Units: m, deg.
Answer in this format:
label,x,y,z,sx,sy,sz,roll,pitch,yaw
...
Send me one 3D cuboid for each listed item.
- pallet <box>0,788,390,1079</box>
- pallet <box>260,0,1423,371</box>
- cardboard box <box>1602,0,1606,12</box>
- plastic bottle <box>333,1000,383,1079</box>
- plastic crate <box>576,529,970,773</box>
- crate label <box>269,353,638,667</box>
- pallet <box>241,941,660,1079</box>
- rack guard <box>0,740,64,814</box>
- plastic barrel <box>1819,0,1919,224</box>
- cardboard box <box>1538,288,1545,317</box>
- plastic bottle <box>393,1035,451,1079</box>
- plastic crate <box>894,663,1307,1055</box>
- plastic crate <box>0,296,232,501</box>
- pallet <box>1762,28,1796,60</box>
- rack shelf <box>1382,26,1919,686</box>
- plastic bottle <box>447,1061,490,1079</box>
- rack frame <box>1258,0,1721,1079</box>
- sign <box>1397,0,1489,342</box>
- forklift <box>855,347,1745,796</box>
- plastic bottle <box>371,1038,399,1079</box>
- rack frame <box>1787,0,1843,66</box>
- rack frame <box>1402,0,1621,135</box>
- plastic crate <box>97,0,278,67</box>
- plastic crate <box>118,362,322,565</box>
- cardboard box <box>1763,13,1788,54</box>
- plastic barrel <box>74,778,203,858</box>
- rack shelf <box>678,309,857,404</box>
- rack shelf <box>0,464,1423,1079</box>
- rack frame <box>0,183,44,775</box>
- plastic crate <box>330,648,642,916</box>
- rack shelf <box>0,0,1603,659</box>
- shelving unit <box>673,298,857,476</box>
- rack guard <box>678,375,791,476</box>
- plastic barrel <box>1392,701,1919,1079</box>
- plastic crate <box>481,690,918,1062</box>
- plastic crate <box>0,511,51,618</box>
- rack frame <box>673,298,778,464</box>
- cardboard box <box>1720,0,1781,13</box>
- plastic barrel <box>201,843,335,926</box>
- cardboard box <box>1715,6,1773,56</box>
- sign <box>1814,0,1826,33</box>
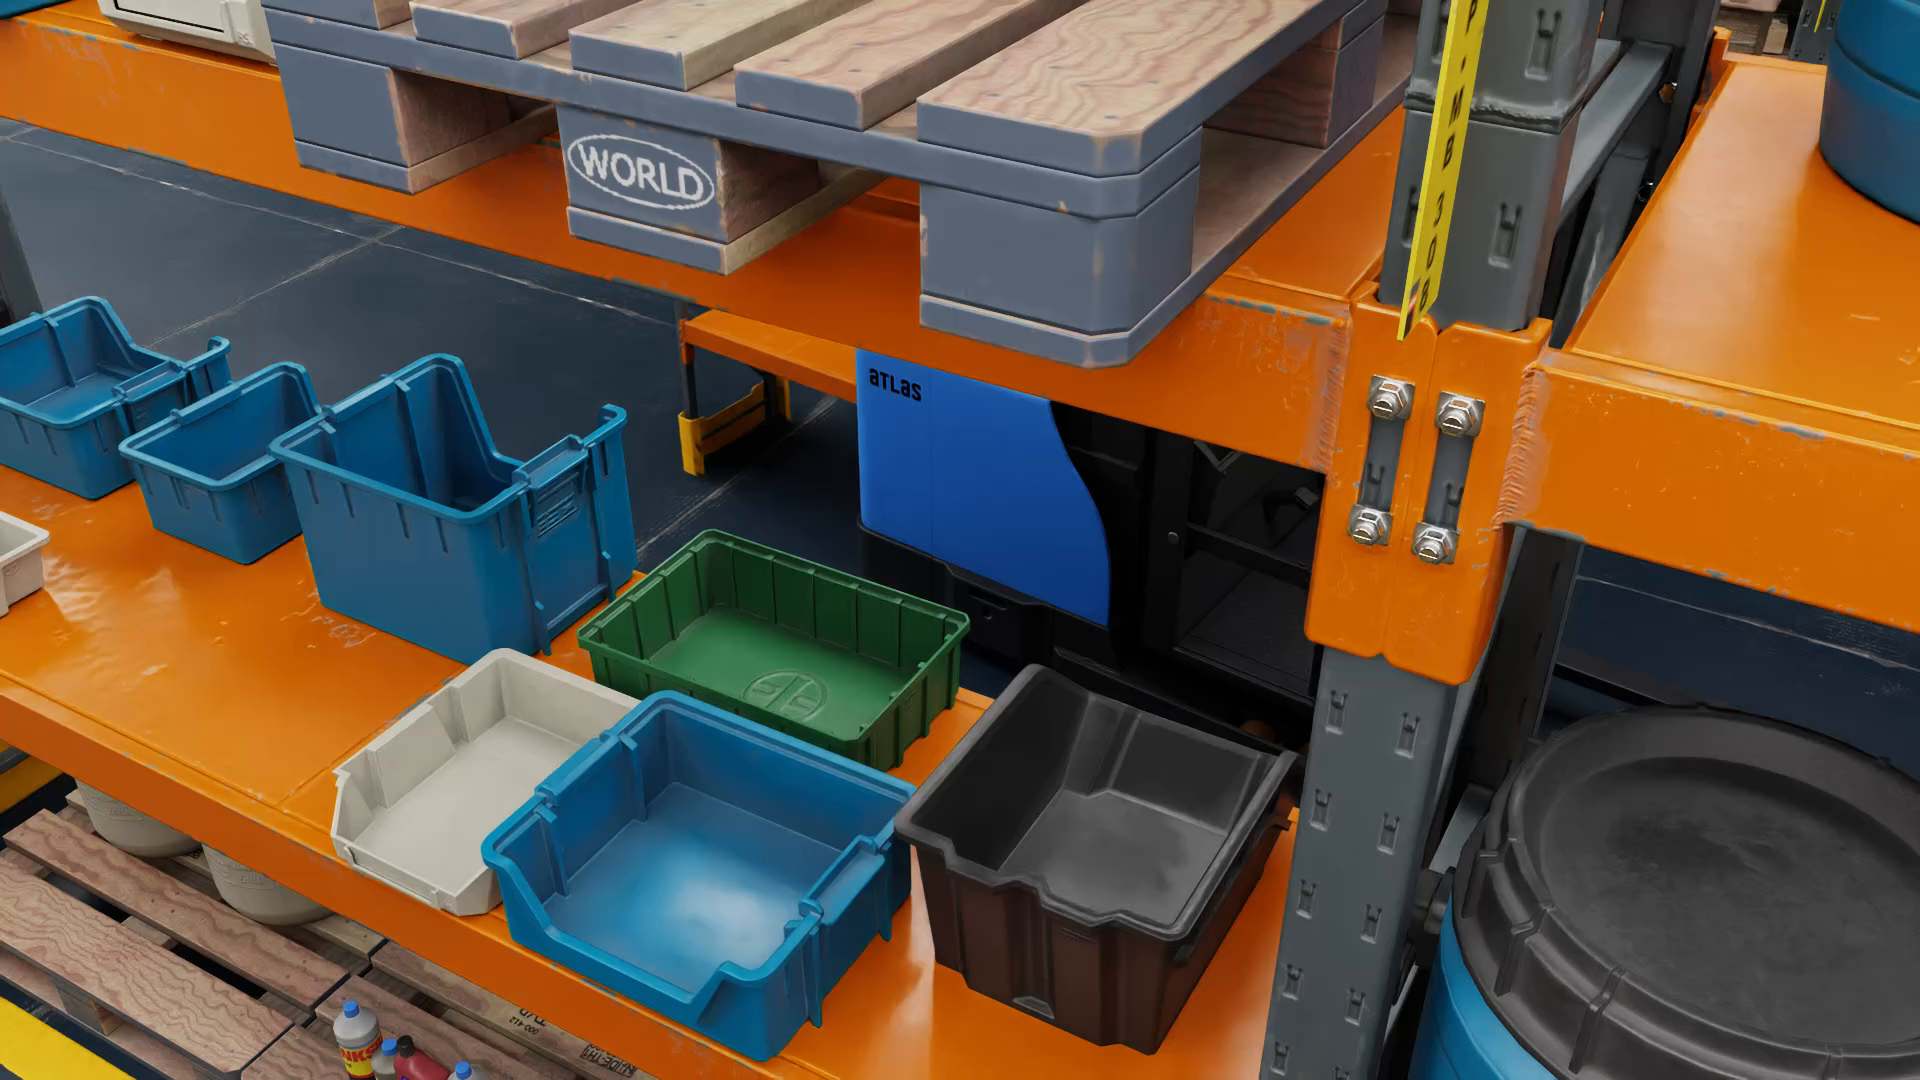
label,x,y,z,sx,sy,sz,roll,pitch,yaw
pallet,-2.013,0.954,4.627,1.213,0.211,1.003,18,37,24
pallet,-0.007,-0.652,1.987,1.003,0.211,1.213,18,37,24
cardboard box,2.280,-2.016,6.481,0.500,0.500,0.700,17,37,24
plastic bottle,-1.385,1.170,3.851,0.097,0.271,0.097,0,34,0
plastic crate,-0.370,0.248,3.362,0.662,0.188,0.450,18,37,24
crate label,-1.072,-0.070,3.616,0.616,0.435,0.502,18,37,24
pallet,-0.958,1.290,4.122,1.213,0.211,1.003,18,37,24
rack guard,-2.715,0.608,4.886,0.348,0.500,1.175,18,37,24
plastic barrel,1.217,-0.753,1.515,0.708,0.901,0.600,18,37,24
cardboard box,2.190,-1.221,6.803,0.500,0.500,0.500,18,37,24
plastic bottle,-1.198,1.236,3.741,0.133,0.283,0.061,18,38,25
plastic crate,0.277,0.490,2.864,0.504,0.338,0.767,18,37,24
plastic crate,-2.222,-0.375,4.242,0.616,0.251,0.499,18,37,24
pallet,4.983,-3.105,10.723,1.213,0.211,1.003,18,37,24
rack shelf,2.405,0.270,1.081,4.000,0.370,1.077,18,37,24
plastic bottle,-1.088,1.264,3.709,0.097,0.271,0.097,0,34,0
rack frame,0.668,0.669,2.539,0.127,3.000,1.000,18,37,24
sign,0.386,-0.321,1.312,0.005,0.325,0.100,18,37,24
forklift,1.133,-0.767,4.757,3.031,2.935,1.130,22,39,29
plastic bottle,-1.295,1.228,3.828,0.097,0.201,0.097,0,34,0
rack frame,3.129,-1.713,6.117,0.127,3.000,1.000,18,37,24
rack frame,0.668,-1.828,0.876,0.127,3.000,1.000,18,37,24
plastic crate,-0.926,-0.716,2.151,0.396,0.136,0.243,18,37,24
plastic crate,-1.661,-0.194,3.969,0.408,0.251,0.499,18,37,24
cardboard box,5.105,-3.235,10.561,0.250,0.166,0.380,13,36,18
plastic barrel,-2.195,0.574,4.547,0.421,0.512,0.421,0,34,0
rack shelf,-0.514,-0.714,6.293,1.000,0.185,0.538,22,39,29
rack shelf,-1.068,0.419,3.564,4.000,0.370,1.077,18,37,24
rack frame,-2.805,-0.431,4.191,0.127,3.000,1.000,18,37,24
plastic crate,-0.867,0.454,3.099,0.437,0.136,0.530,18,37,24
rack shelf,-1.068,-0.830,2.733,4.000,0.370,1.077,18,37,24
shelving unit,-0.506,-0.861,6.189,1.083,1.500,0.587,22,39,29
rack guard,-0.910,-0.502,6.778,0.087,0.250,0.587,22,39,29
plastic barrel,0.853,0.713,2.021,0.708,0.901,0.600,18,37,24
plastic crate,-0.427,0.557,2.841,0.616,0.251,0.499,18,37,24
plastic crate,-2.187,0.080,3.662,0.250,0.136,0.298,18,37,24
rack frame,-0.926,-1.028,6.441,0.032,1.500,0.500,22,39,29
cardboard box,2.787,-1.997,5.867,0.250,0.149,0.380,18,37,24
plastic barrel,-1.760,0.712,4.340,0.421,0.512,0.421,0,34,0
cardboard box,2.741,-1.874,6.268,0.500,0.500,0.700,17,37,23
sign,2.855,-1.839,5.453,0.005,0.325,0.100,18,37,24
